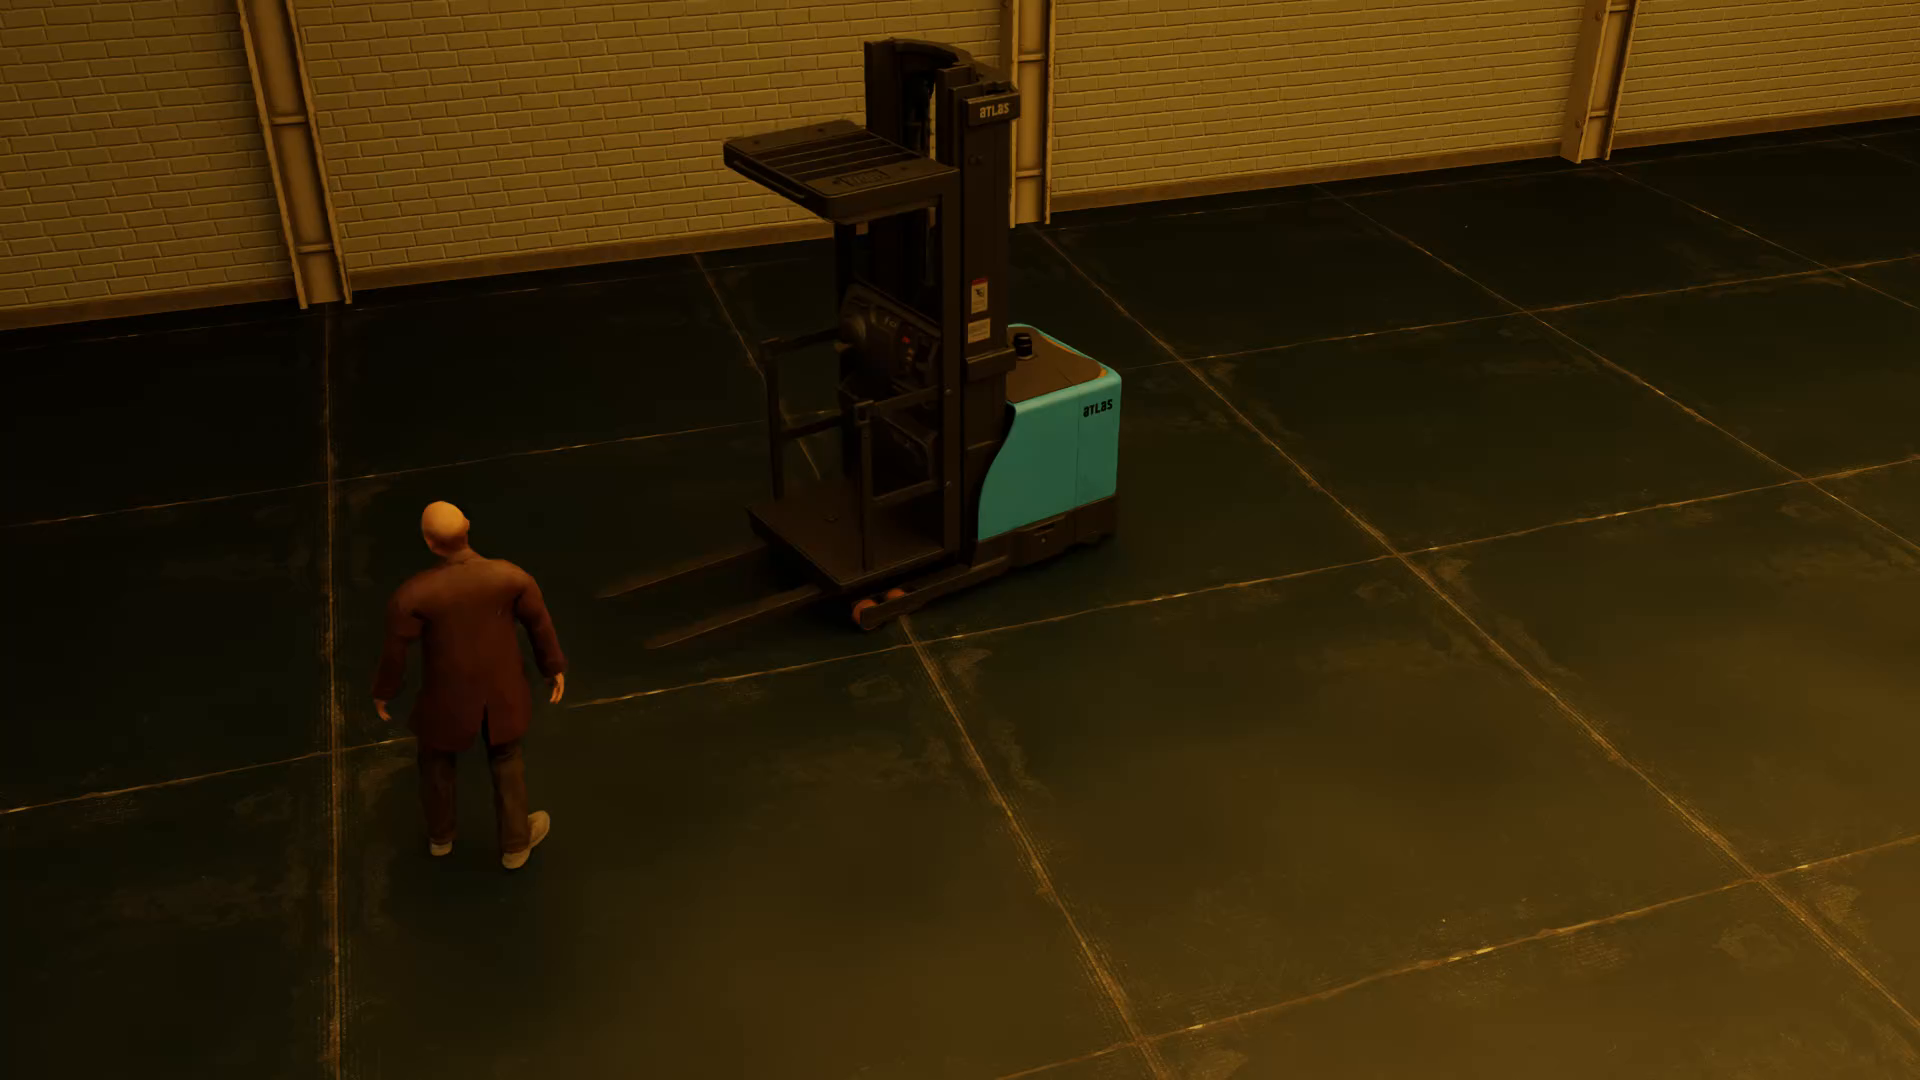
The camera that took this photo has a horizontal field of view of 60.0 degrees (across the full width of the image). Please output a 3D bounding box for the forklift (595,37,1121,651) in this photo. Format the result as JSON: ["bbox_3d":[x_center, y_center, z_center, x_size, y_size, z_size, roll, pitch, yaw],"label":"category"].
[{"bbox_3d":[-0.559,-1.075,8.955,3.031,2.935,1.130,-19,35,-29],"label":"forklift"}]

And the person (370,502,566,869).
[{"bbox_3d":[-2.146,0.592,7.241,0.810,1.753,0.608,-15,33,-25],"label":"person"}]
